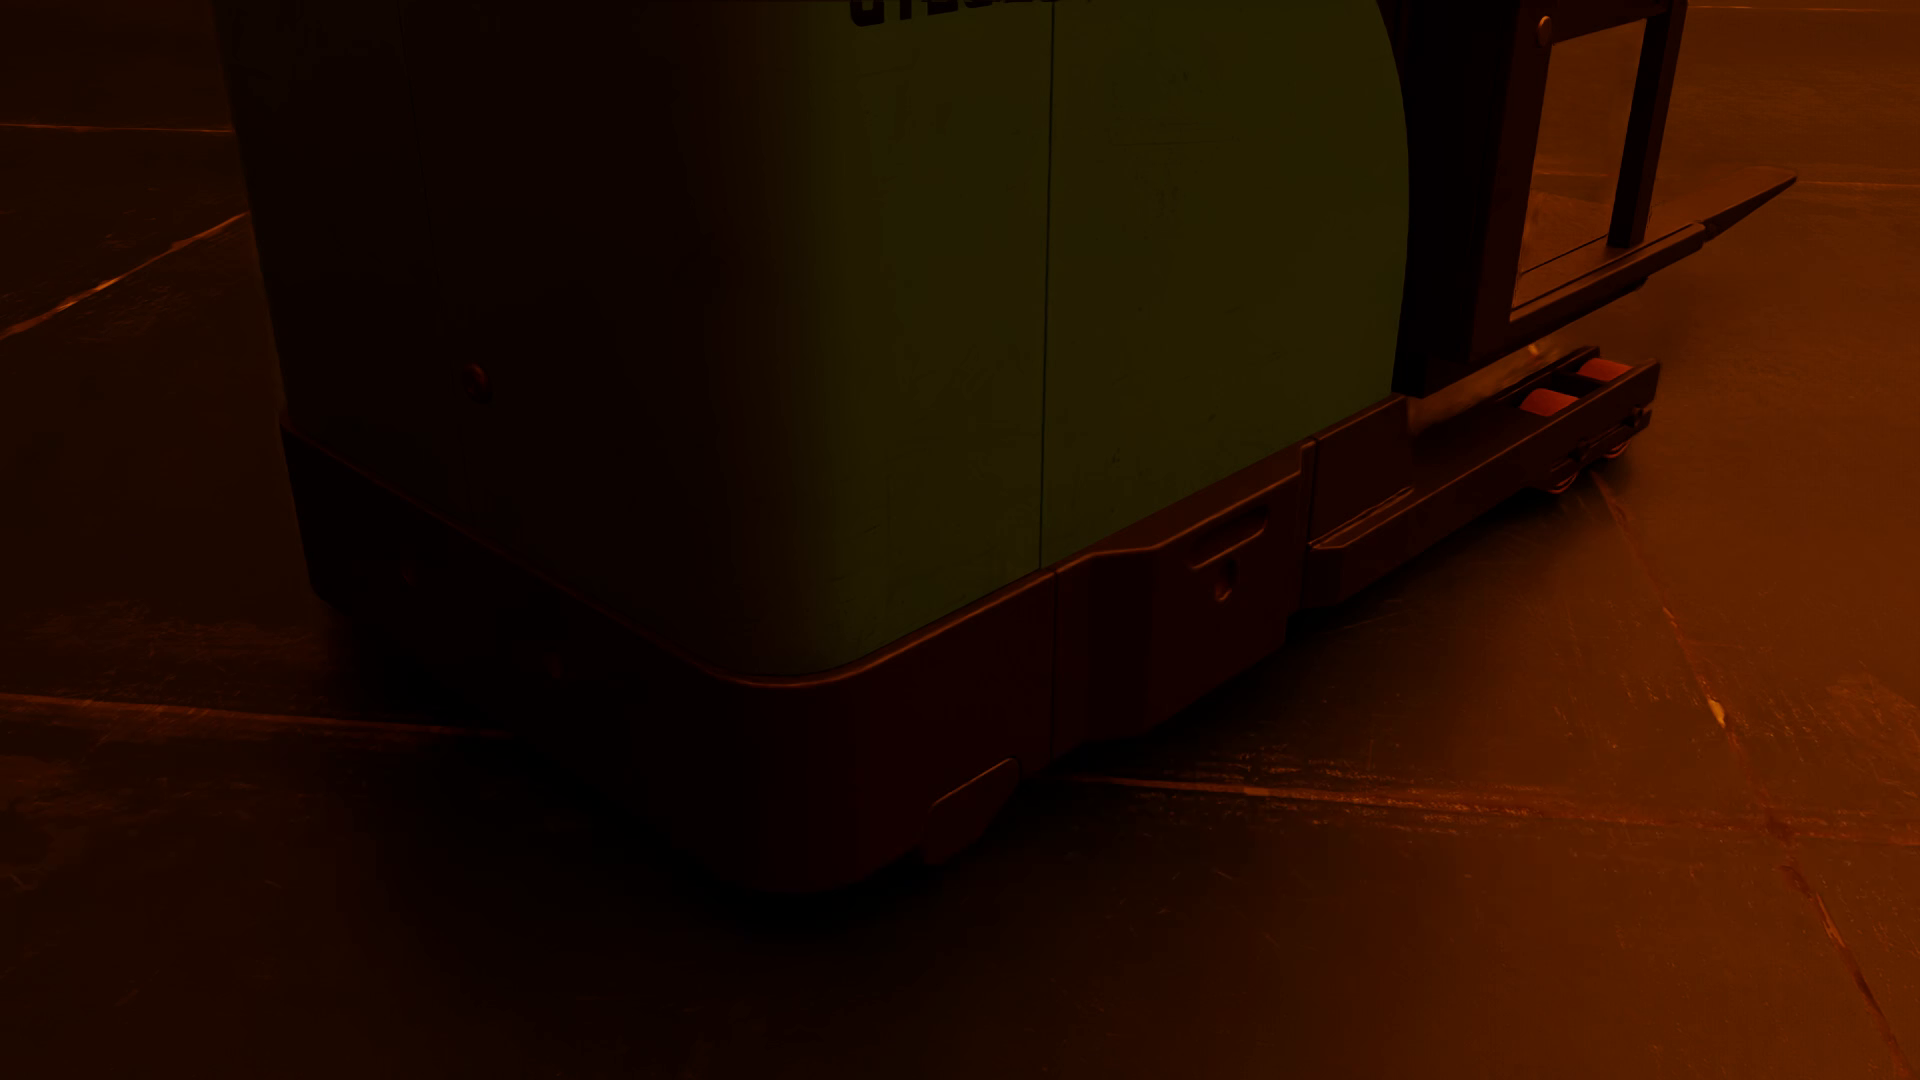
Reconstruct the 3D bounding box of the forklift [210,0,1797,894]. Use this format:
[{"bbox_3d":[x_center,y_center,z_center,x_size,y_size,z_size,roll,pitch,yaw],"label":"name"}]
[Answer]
[{"bbox_3d":[0.514,-1.526,2.275,1.130,2.935,3.031,23,35,39],"label":"forklift"}]
